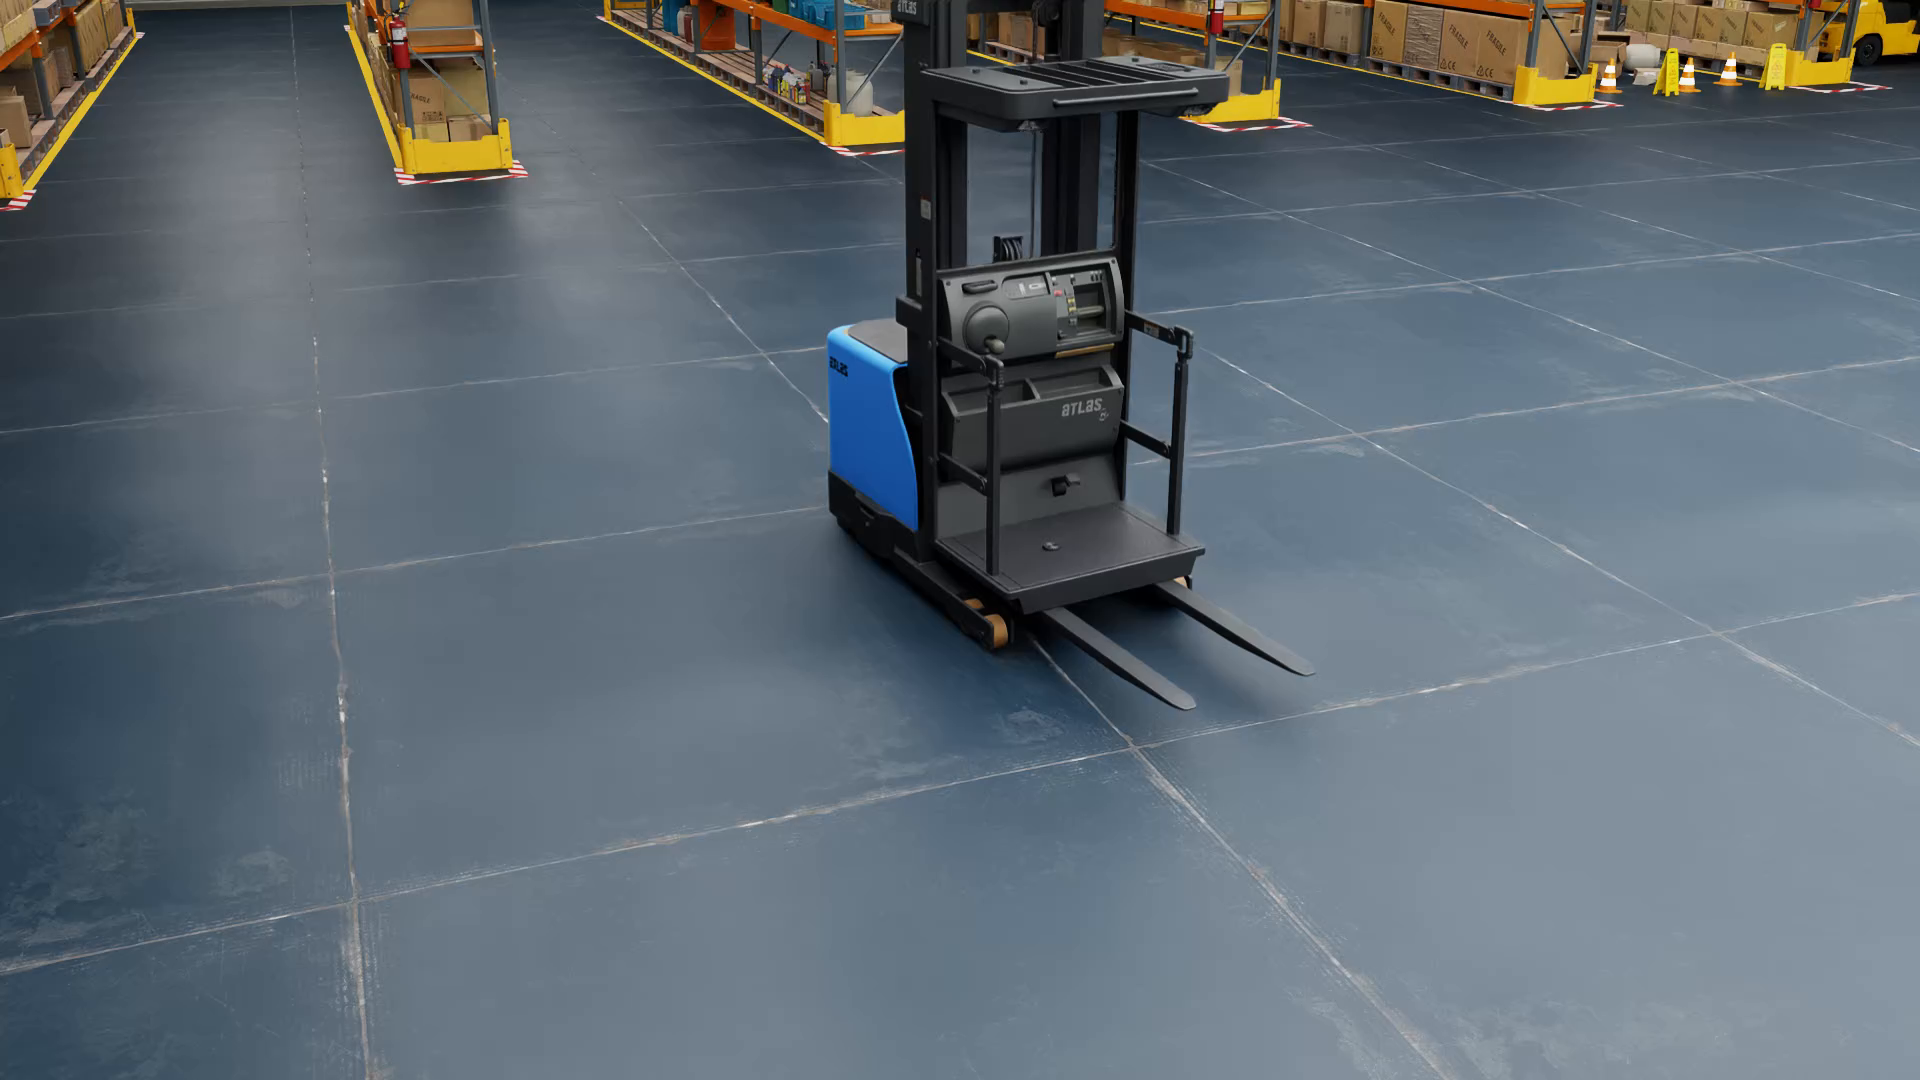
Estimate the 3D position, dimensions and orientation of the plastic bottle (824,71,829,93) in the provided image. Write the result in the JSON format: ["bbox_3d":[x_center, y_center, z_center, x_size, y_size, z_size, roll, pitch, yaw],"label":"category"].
[{"bbox_3d":[-1.809,-6.226,22.590,0.061,0.283,0.133,-8,24,-19],"label":"plastic bottle"}]

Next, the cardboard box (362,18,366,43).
[{"bbox_3d":[-9.720,-8.557,27.843,0.500,0.500,0.500,-8,24,-18],"label":"cardboard box"}]

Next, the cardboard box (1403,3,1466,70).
[{"bbox_3d":[7.387,-7.652,25.239,0.875,0.875,0.875,-8,24,-19],"label":"cardboard box"}]

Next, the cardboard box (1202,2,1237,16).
[{"bbox_3d":[3.352,-6.865,21.500,0.380,0.149,0.250,-8,24,-19],"label":"cardboard box"}]

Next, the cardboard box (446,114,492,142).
[{"bbox_3d":[-5.604,-4.700,19.038,0.500,0.250,0.500,-8,24,-19],"label":"cardboard box"}]

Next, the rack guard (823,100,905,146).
[{"bbox_3d":[-1.059,-5.095,20.196,1.175,0.500,0.348,-8,24,-19],"label":"rack guard"}]

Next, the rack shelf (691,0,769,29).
[{"bbox_3d":[-3.107,-8.075,24.972,1.077,0.370,4.000,-8,24,-19],"label":"rack shelf"}]

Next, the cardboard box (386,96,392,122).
[{"bbox_3d":[-6.812,-5.353,20.588,0.500,0.250,0.500,-8,24,-19],"label":"cardboard box"}]

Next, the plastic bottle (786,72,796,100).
[{"bbox_3d":[-2.221,-6.021,22.017,0.144,0.351,0.185,-7,24,-17],"label":"plastic bottle"}]

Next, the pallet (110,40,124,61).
[{"bbox_3d":[-14.691,-8.229,28.003,1.003,0.211,1.213,-8,24,-19],"label":"pallet"}]

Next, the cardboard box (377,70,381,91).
[{"bbox_3d":[-7.812,-6.409,23.092,0.500,0.250,0.500,-8,24,-18],"label":"cardboard box"}]

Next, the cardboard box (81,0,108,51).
[{"bbox_3d":[-14.144,-8.212,26.598,0.750,0.750,0.750,-8,24,-18],"label":"cardboard box"}]

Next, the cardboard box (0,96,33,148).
[{"bbox_3d":[-10.830,-4.662,18.601,0.700,0.500,0.500,-10,25,-22],"label":"cardboard box"}]

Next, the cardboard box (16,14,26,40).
[{"bbox_3d":[-10.858,-5.767,18.738,0.500,0.250,0.500,-8,24,-19],"label":"cardboard box"}]

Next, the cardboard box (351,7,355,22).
[{"bbox_3d":[-11.172,-9.879,31.301,0.500,0.250,0.500,-8,24,-19],"label":"cardboard box"}]

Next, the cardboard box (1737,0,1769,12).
[{"bbox_3d":[12.197,-8.216,25.580,0.380,0.149,0.250,-8,24,-17],"label":"cardboard box"}]

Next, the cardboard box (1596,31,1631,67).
[{"bbox_3d":[10.609,-7.992,27.065,0.500,0.500,0.500,8,24,18],"label":"cardboard box"}]

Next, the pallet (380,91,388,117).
[{"bbox_3d":[-7.333,-5.979,22.663,1.003,0.211,1.213,-8,24,-19],"label":"pallet"}]

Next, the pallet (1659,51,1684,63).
[{"bbox_3d":[11.774,-8.195,27.921,1.003,0.211,1.213,-8,24,-19],"label":"pallet"}]

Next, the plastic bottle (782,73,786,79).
[{"bbox_3d":[-2.350,-6.158,22.445,0.097,0.271,0.097,0,23,0],"label":"plastic bottle"}]

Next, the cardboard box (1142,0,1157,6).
[{"bbox_3d":[2.724,-7.396,22.759,0.380,0.149,0.250,-8,24,-19],"label":"cardboard box"}]

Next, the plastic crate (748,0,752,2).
[{"bbox_3d":[-2.858,-7.843,23.414,0.402,0.464,0.583,-8,24,-19],"label":"plastic crate"}]

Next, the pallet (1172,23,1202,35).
[{"bbox_3d":[4.794,-9.898,31.962,1.003,0.211,1.213,-8,24,-19],"label":"pallet"}]

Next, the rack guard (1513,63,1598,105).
[{"bbox_3d":[8.330,-6.389,23.265,1.175,0.500,0.348,-8,24,-19],"label":"rack guard"}]

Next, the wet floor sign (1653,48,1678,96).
[{"bbox_3d":[10.184,-6.726,23.877,0.267,0.644,0.232,-13,26,-28],"label":"wet floor sign"}]

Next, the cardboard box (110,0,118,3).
[{"bbox_3d":[-15.261,-9.666,29.664,0.380,0.149,0.250,-8,24,-18],"label":"cardboard box"}]

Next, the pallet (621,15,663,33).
[{"bbox_3d":[-5.958,-10.007,32.221,1.003,0.211,1.213,-8,24,-19],"label":"pallet"}]

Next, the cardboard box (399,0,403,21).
[{"bbox_3d":[-6.136,-6.137,19.319,0.700,0.500,0.500,-8,24,-19],"label":"cardboard box"}]

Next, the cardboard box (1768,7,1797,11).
[{"bbox_3d":[12.693,-8.066,26.060,0.500,0.500,0.500,-9,25,-21],"label":"cardboard box"}]

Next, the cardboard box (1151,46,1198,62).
[{"bbox_3d":[2.994,-6.619,23.270,0.500,0.500,0.500,-6,24,-14],"label":"cardboard box"}]

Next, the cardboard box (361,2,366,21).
[{"bbox_3d":[-9.388,-8.550,26.860,0.500,0.250,0.500,-9,24,-20],"label":"cardboard box"}]

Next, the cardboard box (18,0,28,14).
[{"bbox_3d":[-11.031,-6.296,19.028,0.500,0.500,0.500,-8,24,-19],"label":"cardboard box"}]

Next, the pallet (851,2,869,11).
[{"bbox_3d":[-1.651,-11.155,34.944,1.003,0.211,1.213,-8,24,-19],"label":"pallet"}]

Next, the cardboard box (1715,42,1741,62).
[{"bbox_3d":[12.204,-7.638,26.009,0.500,0.250,0.500,-8,24,-19],"label":"cardboard box"}]

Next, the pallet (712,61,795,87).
[{"bbox_3d":[-3.149,-7.119,25.368,1.003,0.211,1.213,-8,24,-19],"label":"pallet"}]

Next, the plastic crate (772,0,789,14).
[{"bbox_3d":[-2.185,-7.050,21.887,0.450,0.188,0.662,-8,24,-19],"label":"plastic crate"}]

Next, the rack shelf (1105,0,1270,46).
[{"bbox_3d":[2.939,-7.301,23.136,1.077,0.370,4.000,-8,24,-19],"label":"rack shelf"}]

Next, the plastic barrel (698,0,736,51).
[{"bbox_3d":[-4.003,-8.502,27.313,0.600,0.830,0.708,-8,24,-19],"label":"plastic barrel"}]

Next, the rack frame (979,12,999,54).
[{"bbox_3d":[0.820,-9.813,28.169,1.000,3.000,0.127,-8,24,-19],"label":"rack frame"}]

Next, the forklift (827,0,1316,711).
[{"bbox_3d":[0.450,-1.049,7.465,1.130,2.935,3.031,-12,26,-26],"label":"forklift"}]

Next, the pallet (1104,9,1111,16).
[{"bbox_3d":[3.378,-11.308,35.307,1.003,0.211,1.213,-8,24,-19],"label":"pallet"}]

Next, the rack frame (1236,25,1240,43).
[{"bbox_3d":[5.496,-10.456,29.697,1.000,3.000,0.127,-8,24,-19],"label":"rack frame"}]

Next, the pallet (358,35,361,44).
[{"bbox_3d":[-10.539,-9.317,30.583,1.003,0.211,1.213,-8,24,-19],"label":"pallet"}]

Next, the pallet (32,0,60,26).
[{"bbox_3d":[-11.803,-6.530,20.627,1.003,0.211,1.213,-8,24,-19],"label":"pallet"}]

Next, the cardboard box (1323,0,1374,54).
[{"bbox_3d":[6.605,-8.373,27.110,1.050,0.750,0.750,-8,24,-19],"label":"cardboard box"}]

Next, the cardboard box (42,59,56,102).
[{"bbox_3d":[-12.317,-6.008,21.795,0.700,0.500,0.500,-8,24,-18],"label":"cardboard box"}]

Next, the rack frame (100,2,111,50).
[{"bbox_3d":[-14.495,-9.227,26.780,1.000,3.000,0.127,-8,24,-19],"label":"rack frame"}]

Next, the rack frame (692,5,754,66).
[{"bbox_3d":[-3.814,-9.133,26.557,1.000,3.000,0.127,-8,24,-19],"label":"rack frame"}]

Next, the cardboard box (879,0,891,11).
[{"bbox_3d":[-1.069,-11.058,33.319,0.875,0.875,0.875,-8,24,-19],"label":"cardboard box"}]

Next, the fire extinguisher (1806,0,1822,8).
[{"bbox_3d":[12.526,-8.125,24.265,0.296,0.674,0.183,-8,24,-19],"label":"fire extinguisher"}]

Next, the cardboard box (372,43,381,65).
[{"bbox_3d":[-7.985,-6.847,23.410,0.500,0.311,0.500,-9,24,-20],"label":"cardboard box"}]

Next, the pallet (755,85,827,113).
[{"bbox_3d":[-2.202,-6.145,23.057,1.003,0.211,1.213,-8,24,-19],"label":"pallet"}]

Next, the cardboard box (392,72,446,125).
[{"bbox_3d":[-6.091,-4.974,18.723,0.500,0.500,0.500,-8,24,-19],"label":"cardboard box"}]

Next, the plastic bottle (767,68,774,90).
[{"bbox_3d":[-2.558,-6.338,22.865,0.152,0.276,0.135,-7,24,-17],"label":"plastic bottle"}]

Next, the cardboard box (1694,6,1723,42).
[{"bbox_3d":[12.031,-8.166,26.297,0.500,0.500,0.500,-9,24,-20],"label":"cardboard box"}]

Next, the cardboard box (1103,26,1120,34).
[{"bbox_3d":[2.036,-7.636,25.657,0.700,0.500,0.500,-10,25,-23],"label":"cardboard box"}]
